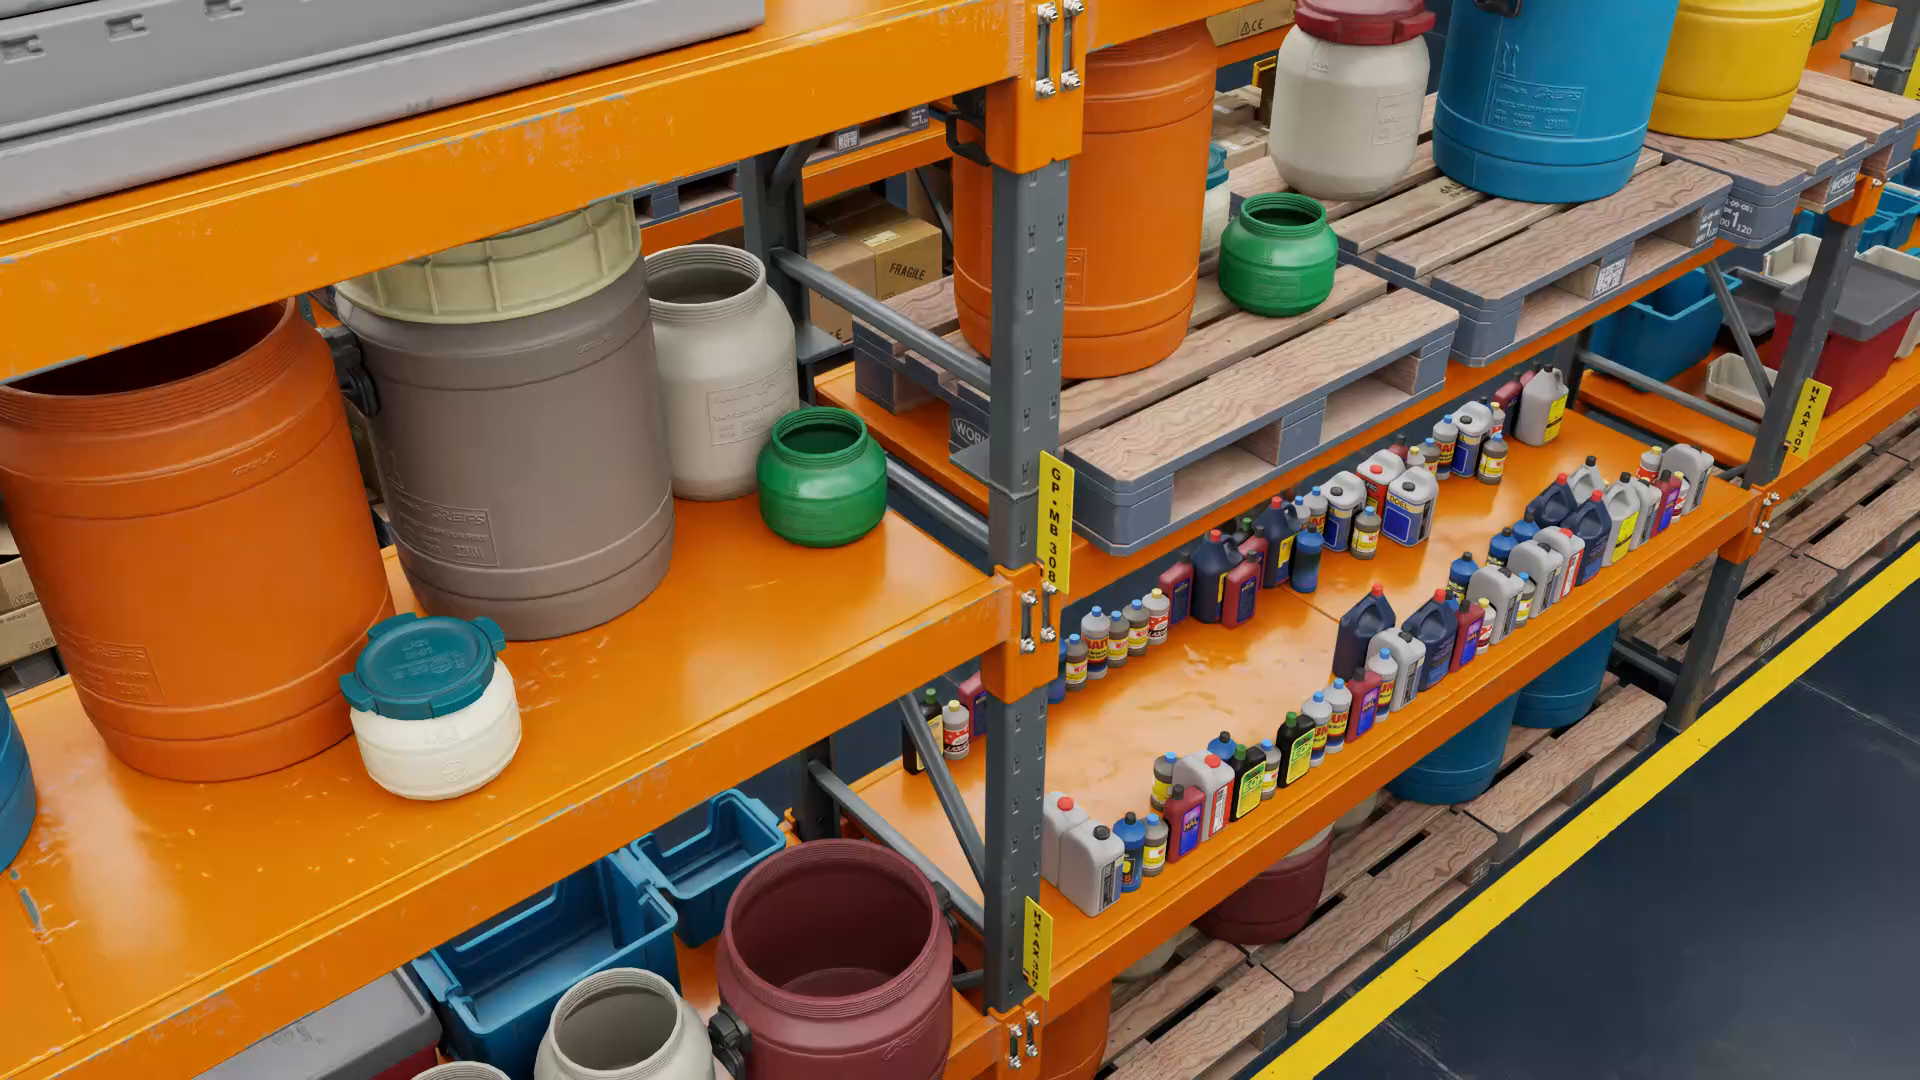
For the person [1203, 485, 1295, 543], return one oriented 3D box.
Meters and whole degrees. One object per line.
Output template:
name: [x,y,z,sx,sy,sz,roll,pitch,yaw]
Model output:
person: [1.259,-0.332,7.509,0.683,1.767,0.555,-26,43,-31]
